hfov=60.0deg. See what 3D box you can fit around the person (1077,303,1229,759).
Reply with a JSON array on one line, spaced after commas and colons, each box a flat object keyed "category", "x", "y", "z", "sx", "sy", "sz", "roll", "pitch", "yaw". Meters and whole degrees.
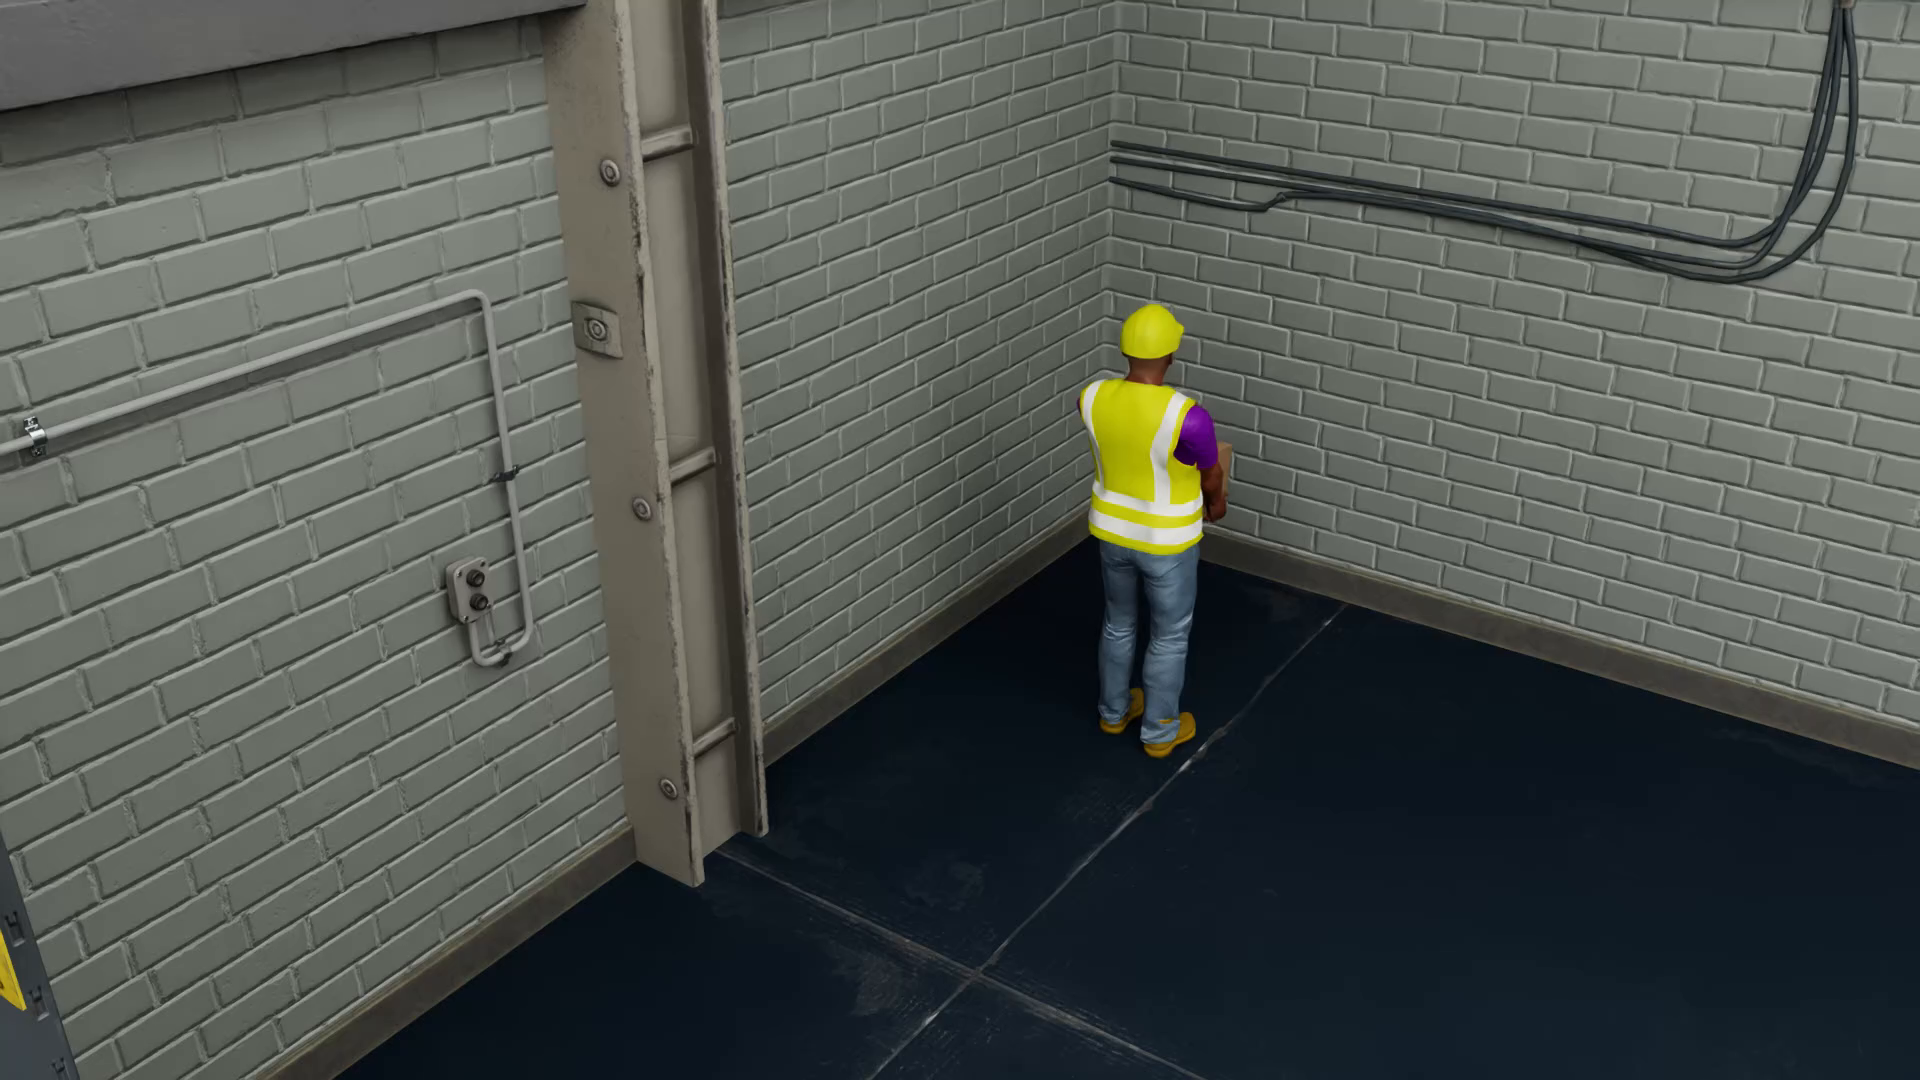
[{"category": "person", "x": 0.737, "y": -0.065, "z": 6.220, "sx": 0.505, "sy": 1.763, "sz": 0.567, "roll": 17, "pitch": 32, "yaw": 30}]
